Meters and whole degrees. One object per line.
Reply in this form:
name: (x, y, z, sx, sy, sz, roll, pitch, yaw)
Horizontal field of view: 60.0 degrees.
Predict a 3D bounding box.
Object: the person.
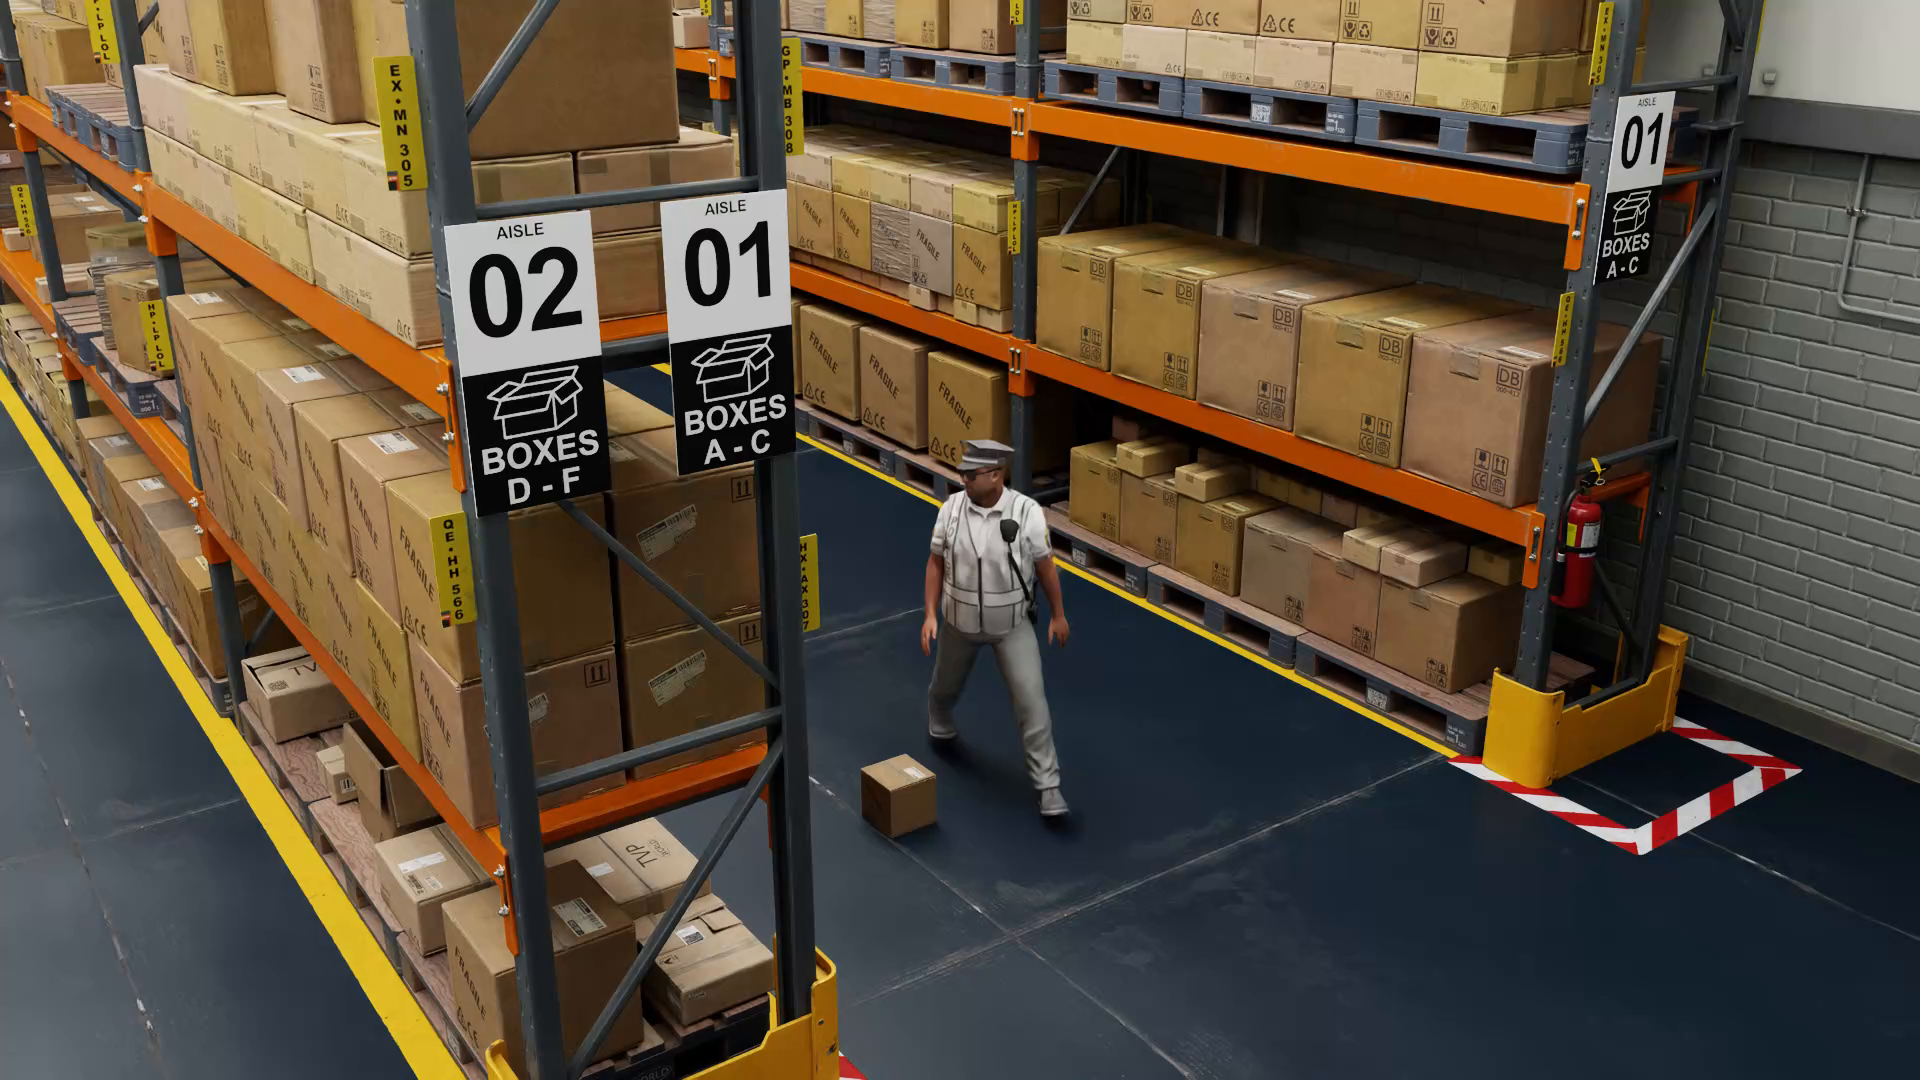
person: (0.165, 0.353, 7.725, 0.814, 1.695, 1.000, 4, 21, 9)
